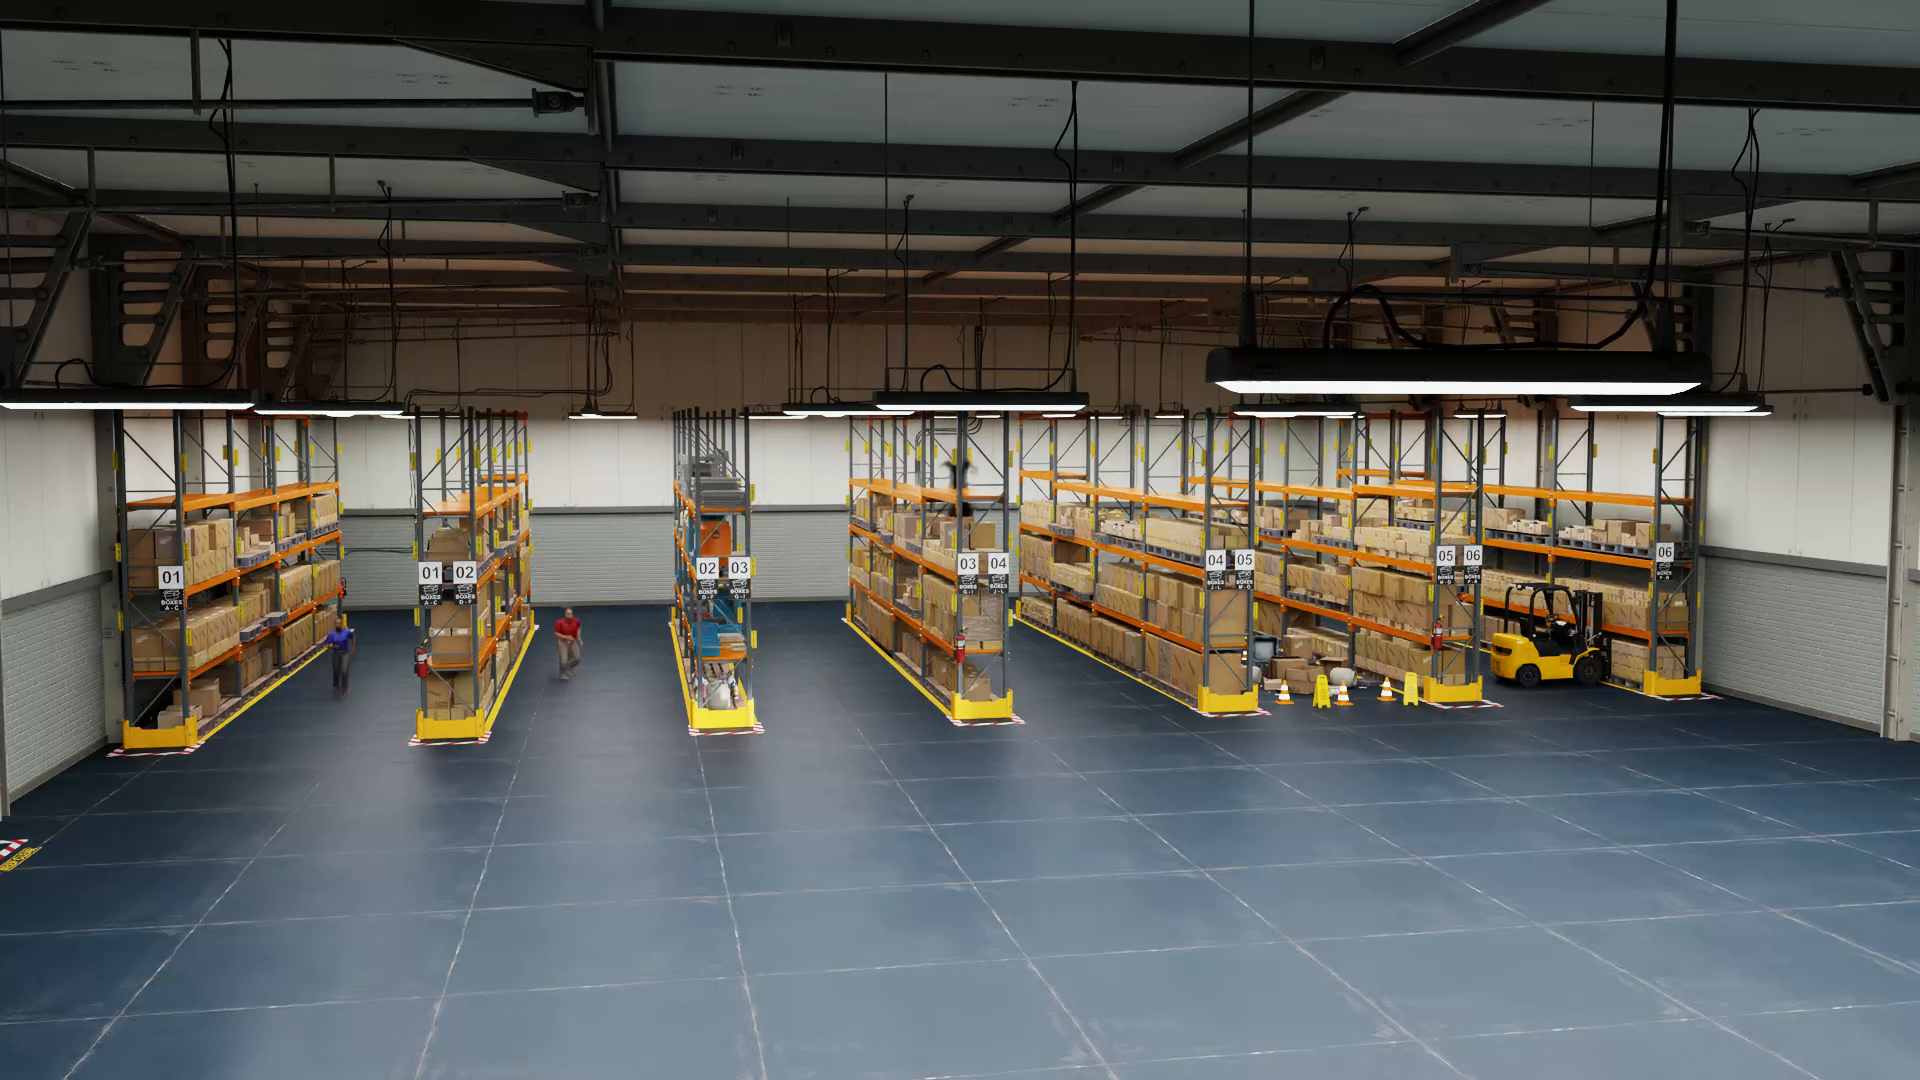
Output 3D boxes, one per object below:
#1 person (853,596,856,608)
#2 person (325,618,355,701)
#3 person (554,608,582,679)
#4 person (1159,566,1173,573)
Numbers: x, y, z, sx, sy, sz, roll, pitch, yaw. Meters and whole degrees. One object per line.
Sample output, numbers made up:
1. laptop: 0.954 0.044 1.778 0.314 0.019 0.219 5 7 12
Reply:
1. person: -2.848 1.327 49.396 0.887 1.839 0.646 2 5 31
2. person: -12.826 2.453 34.444 0.568 1.699 0.898 -1 4 -17
3. person: -8.659 2.303 36.794 0.669 1.615 0.803 -3 5 -35
4. person: 6.311 1.216 50.888 0.679 1.766 0.678 0 4 -5
